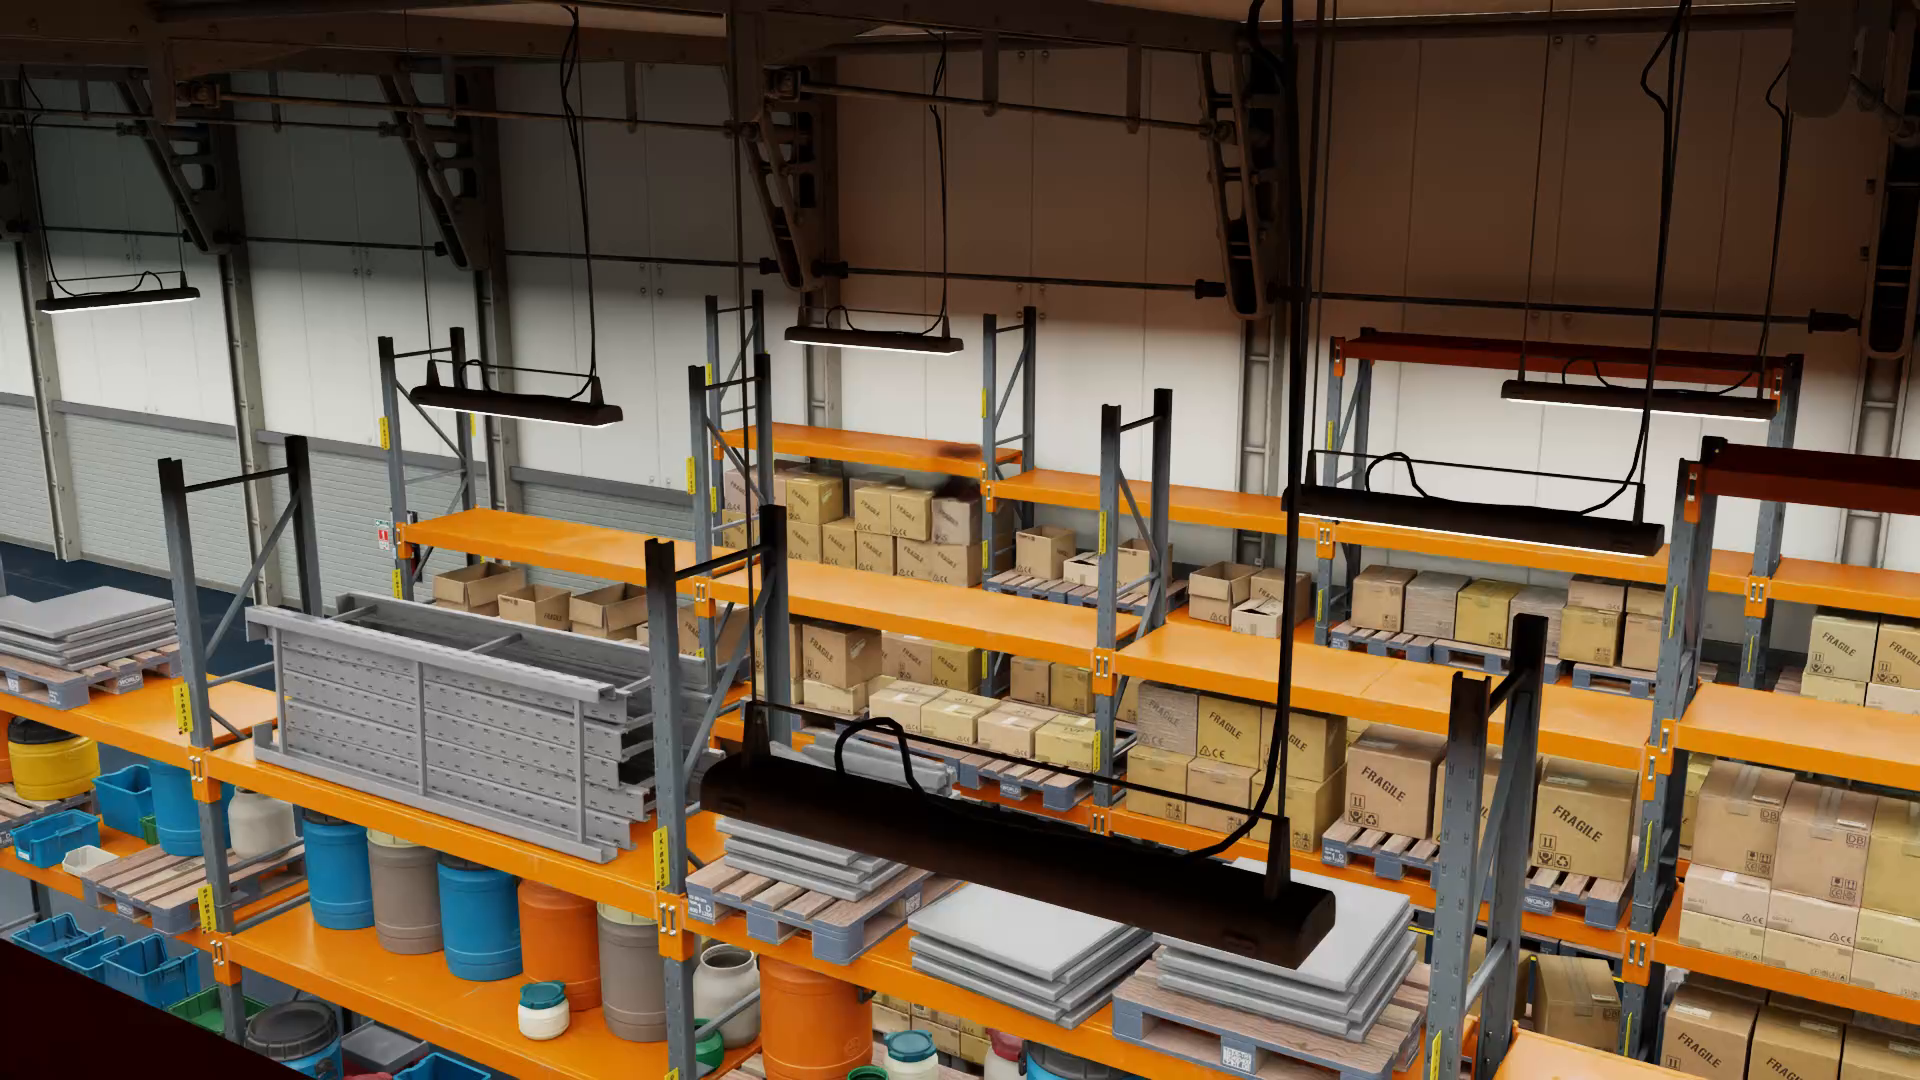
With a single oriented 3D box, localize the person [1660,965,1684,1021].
[{"bbox_3d":[6.151,3.800,14.376,0.707,1.656,0.506,8,16,28],"label":"person"}]
